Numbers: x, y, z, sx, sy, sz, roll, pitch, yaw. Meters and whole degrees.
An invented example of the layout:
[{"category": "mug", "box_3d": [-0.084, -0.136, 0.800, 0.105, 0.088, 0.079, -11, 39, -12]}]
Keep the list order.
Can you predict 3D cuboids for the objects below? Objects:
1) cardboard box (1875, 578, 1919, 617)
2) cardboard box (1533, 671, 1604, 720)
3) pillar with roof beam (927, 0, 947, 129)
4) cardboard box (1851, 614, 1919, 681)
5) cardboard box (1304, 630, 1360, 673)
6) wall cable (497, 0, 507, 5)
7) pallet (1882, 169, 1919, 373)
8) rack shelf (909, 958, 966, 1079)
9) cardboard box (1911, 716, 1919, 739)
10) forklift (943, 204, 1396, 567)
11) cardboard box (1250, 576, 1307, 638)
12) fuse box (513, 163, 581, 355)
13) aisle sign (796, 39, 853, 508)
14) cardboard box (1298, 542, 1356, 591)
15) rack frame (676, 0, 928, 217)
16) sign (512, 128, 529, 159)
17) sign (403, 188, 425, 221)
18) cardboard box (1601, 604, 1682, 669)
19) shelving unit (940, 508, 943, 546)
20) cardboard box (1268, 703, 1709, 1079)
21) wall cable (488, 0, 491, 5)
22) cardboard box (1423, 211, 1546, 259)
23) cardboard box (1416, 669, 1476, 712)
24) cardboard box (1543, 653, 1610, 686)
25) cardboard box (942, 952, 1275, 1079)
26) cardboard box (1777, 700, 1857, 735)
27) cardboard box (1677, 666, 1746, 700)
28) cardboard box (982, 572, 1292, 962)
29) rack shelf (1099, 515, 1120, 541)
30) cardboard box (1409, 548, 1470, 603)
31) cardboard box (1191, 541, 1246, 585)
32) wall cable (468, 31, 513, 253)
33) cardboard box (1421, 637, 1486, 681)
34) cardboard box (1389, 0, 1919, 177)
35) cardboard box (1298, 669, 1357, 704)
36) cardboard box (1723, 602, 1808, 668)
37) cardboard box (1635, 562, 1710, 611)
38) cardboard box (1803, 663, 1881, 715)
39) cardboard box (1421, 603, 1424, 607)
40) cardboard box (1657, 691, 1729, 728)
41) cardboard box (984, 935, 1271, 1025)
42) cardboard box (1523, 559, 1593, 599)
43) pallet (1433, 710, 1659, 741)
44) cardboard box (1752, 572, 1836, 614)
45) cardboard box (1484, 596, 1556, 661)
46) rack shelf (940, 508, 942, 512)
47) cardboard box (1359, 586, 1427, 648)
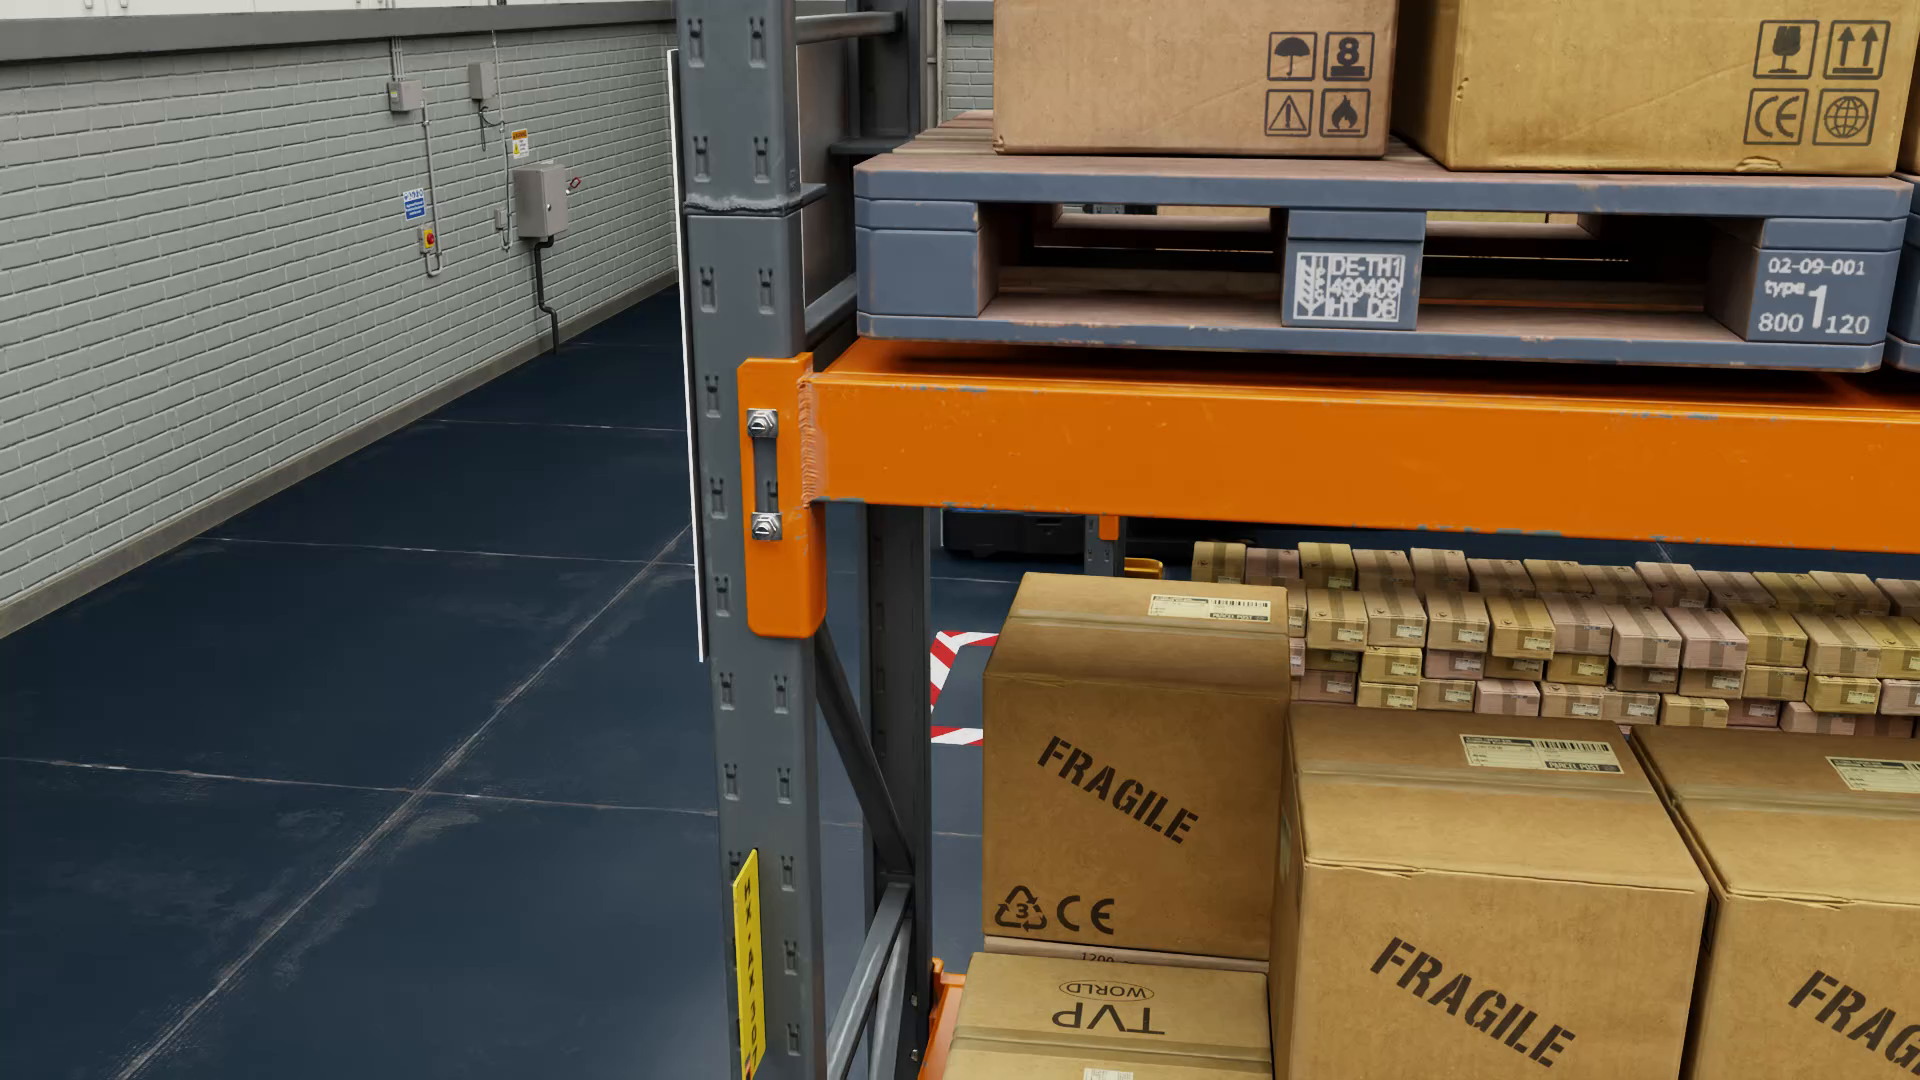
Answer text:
[{"category": "cardboard box", "box_3d": [4.331, 0.312, 7.537, 0.250, 0.149, 0.380, 4, 19, 11]}, {"category": "cardboard box", "box_3d": [2.685, 0.675, 7.388, 0.250, 0.149, 0.380, 3, 19, 9]}, {"category": "pillar with roof beam", "box_3d": [-1.044, -5.703, 13.166, 0.400, 9.000, 9.100, 3, 19, 9]}, {"category": "cardboard box", "box_3d": [3.988, 0.457, 7.102, 0.250, 0.149, 0.380, 3, 19, 9]}, {"category": "cardboard box", "box_3d": [1.683, 0.457, 7.573, 0.250, 0.149, 0.380, 3, 19, 9]}, {"category": "wall cable", "box_3d": [-3.685, -6.401, 15.192, 0.133, 3.039, 2.988, 3, 19, 9]}, {"category": "pallet", "box_3d": [1.745, -0.415, 2.228, 1.213, 0.211, 1.003, 3, 19, 9]}, {"category": "rack shelf", "box_3d": [1.778, 1.313, 2.786, 4.000, 0.370, 1.077, 3, 19, 9]}, {"category": "cardboard box", "box_3d": [4.198, 0.763, 7.125, 0.250, 0.149, 0.380, 3, 19, 9]}, {"category": "forklift", "box_3d": [1.432, -1.400, 9.869, 3.031, 2.935, 1.130, 1, 19, 3]}, {"category": "cardboard box", "box_3d": [1.444, 0.302, 7.567, 0.250, 0.149, 0.380, 3, 19, 10]}, {"category": "fuse box", "box_3d": [-3.719, -2.550, 15.227, 0.414, 1.711, 0.539, 3, 19, 9]}, {"category": "aisle sign", "box_3d": [-0.221, -0.459, 2.852, 0.004, 0.787, 0.394, 3, 19, 9]}, {"category": "cardboard box", "box_3d": [1.767, 0.144, 8.039, 0.250, 0.149, 0.380, 3, 19, 7]}, {"category": "rack frame", "box_3d": [-0.197, -1.974, 2.021, 0.127, 3.000, 1.000, 3, 19, 9]}, {"category": "sign", "box_3d": [-3.932, -3.546, 14.871, 0.001, 0.242, 0.339, 3, 19, 9]}, {"category": "sign", "box_3d": [-4.264, -2.626, 12.999, 0.001, 0.218, 0.327, 3, 19, 9]}, {"category": "cardboard box", "box_3d": [2.947, 0.415, 7.228, 0.250, 0.149, 0.380, 2, 19, 7]}, {"category": "shelving unit", "box_3d": [-0.346, -0.572, 10.122, 0.503, 1.200, 0.258, 1, 19, 3]}, {"category": "cardboard box", "box_3d": [0.728, 0.579, 2.430, 0.500, 0.500, 0.500, 2, 19, 7]}, {"category": "wall cable", "box_3d": [-4.164, -5.512, 12.595, 0.029, 3.000, 2.355, 3, 19, 9]}, {"category": "cardboard box", "box_3d": [2.100, -1.178, 6.895, 0.500, 0.500, 0.500, 2, 19, 7]}, {"category": "cardboard box", "box_3d": [2.176, 0.630, 7.525, 0.250, 0.149, 0.380, 3, 19, 9]}, {"category": "cardboard box", "box_3d": [2.736, 0.505, 7.430, 0.250, 0.149, 0.380, 4, 19, 11]}, {"category": "cardboard box", "box_3d": [0.234, 0.910, 2.624, 0.500, 0.250, 0.500, 2, 19, 7]}, {"category": "cardboard box", "box_3d": [3.683, 0.731, 7.222, 0.250, 0.149, 0.380, 2, 19, 7]}, {"category": "cardboard box", "box_3d": [3.254, 0.551, 7.290, 0.250, 0.149, 0.380, 3, 19, 10]}, {"category": "cardboard box", "box_3d": [0.326, 0.388, 3.003, 0.500, 0.500, 0.500, 3, 19, 9]}, {"category": "rack shelf", "box_3d": [2.664, -0.236, 7.415, 4.000, 0.370, 1.077, 3, 19, 9]}, {"category": "cardboard box", "box_3d": [2.287, 0.173, 7.952, 0.250, 0.149, 0.380, 4, 19, 11]}, {"category": "cardboard box", "box_3d": [1.252, 0.140, 8.050, 0.250, 0.149, 0.380, 3, 19, 9]}, {"category": "wall cable", "box_3d": [-3.983, -3.437, 14.246, 0.122, 1.984, 0.588, 3, 19, 9]}, {"category": "cardboard box", "box_3d": [2.196, 0.487, 7.482, 0.250, 0.149, 0.380, 2, 19, 6]}, {"category": "cardboard box", "box_3d": [0.861, -0.770, 2.173, 0.500, 0.500, 0.700, 2, 19, 7]}, {"category": "cardboard box", "box_3d": [1.674, 0.600, 7.615, 0.250, 0.149, 0.380, 3, 19, 9]}, {"category": "cardboard box", "box_3d": [3.497, 0.410, 7.245, 0.250, 0.149, 0.380, 4, 19, 10]}, {"category": "cardboard box", "box_3d": [3.312, 0.238, 7.758, 0.250, 0.149, 0.380, 3, 19, 10]}, {"category": "cardboard box", "box_3d": [3.741, 0.601, 7.141, 0.250, 0.149, 0.380, 2, 19, 7]}, {"category": "cardboard box", "box_3d": [2.282, 0.319, 7.985, 0.250, 0.149, 0.380, 3, 19, 9]}, {"category": "cardboard box", "box_3d": [3.176, 0.711, 7.281, 0.250, 0.149, 0.380, 3, 19, 9]}, {"category": "cardboard box", "box_3d": [0.323, 0.742, 3.125, 0.500, 0.250, 0.500, 3, 19, 8]}, {"category": "cardboard box", "box_3d": [2.793, 0.225, 7.796, 0.250, 0.149, 0.380, 3, 19, 9]}, {"category": "pallet", "box_3d": [2.762, 0.763, 7.691, 1.213, 0.211, 1.003, 3, 19, 9]}, {"category": "cardboard box", "box_3d": [3.811, 0.282, 7.626, 0.250, 0.149, 0.380, 3, 19, 8]}, {"category": "cardboard box", "box_3d": [2.455, 0.386, 7.316, 0.250, 0.149, 0.380, 3, 19, 9]}, {"category": "rack shelf", "box_3d": [-0.346, -0.284, 10.219, 0.480, 0.148, 0.258, 1, 19, 3]}, {"category": "cardboard box", "box_3d": [1.931, 0.341, 7.449, 0.250, 0.149, 0.380, 2, 19, 6]}]
